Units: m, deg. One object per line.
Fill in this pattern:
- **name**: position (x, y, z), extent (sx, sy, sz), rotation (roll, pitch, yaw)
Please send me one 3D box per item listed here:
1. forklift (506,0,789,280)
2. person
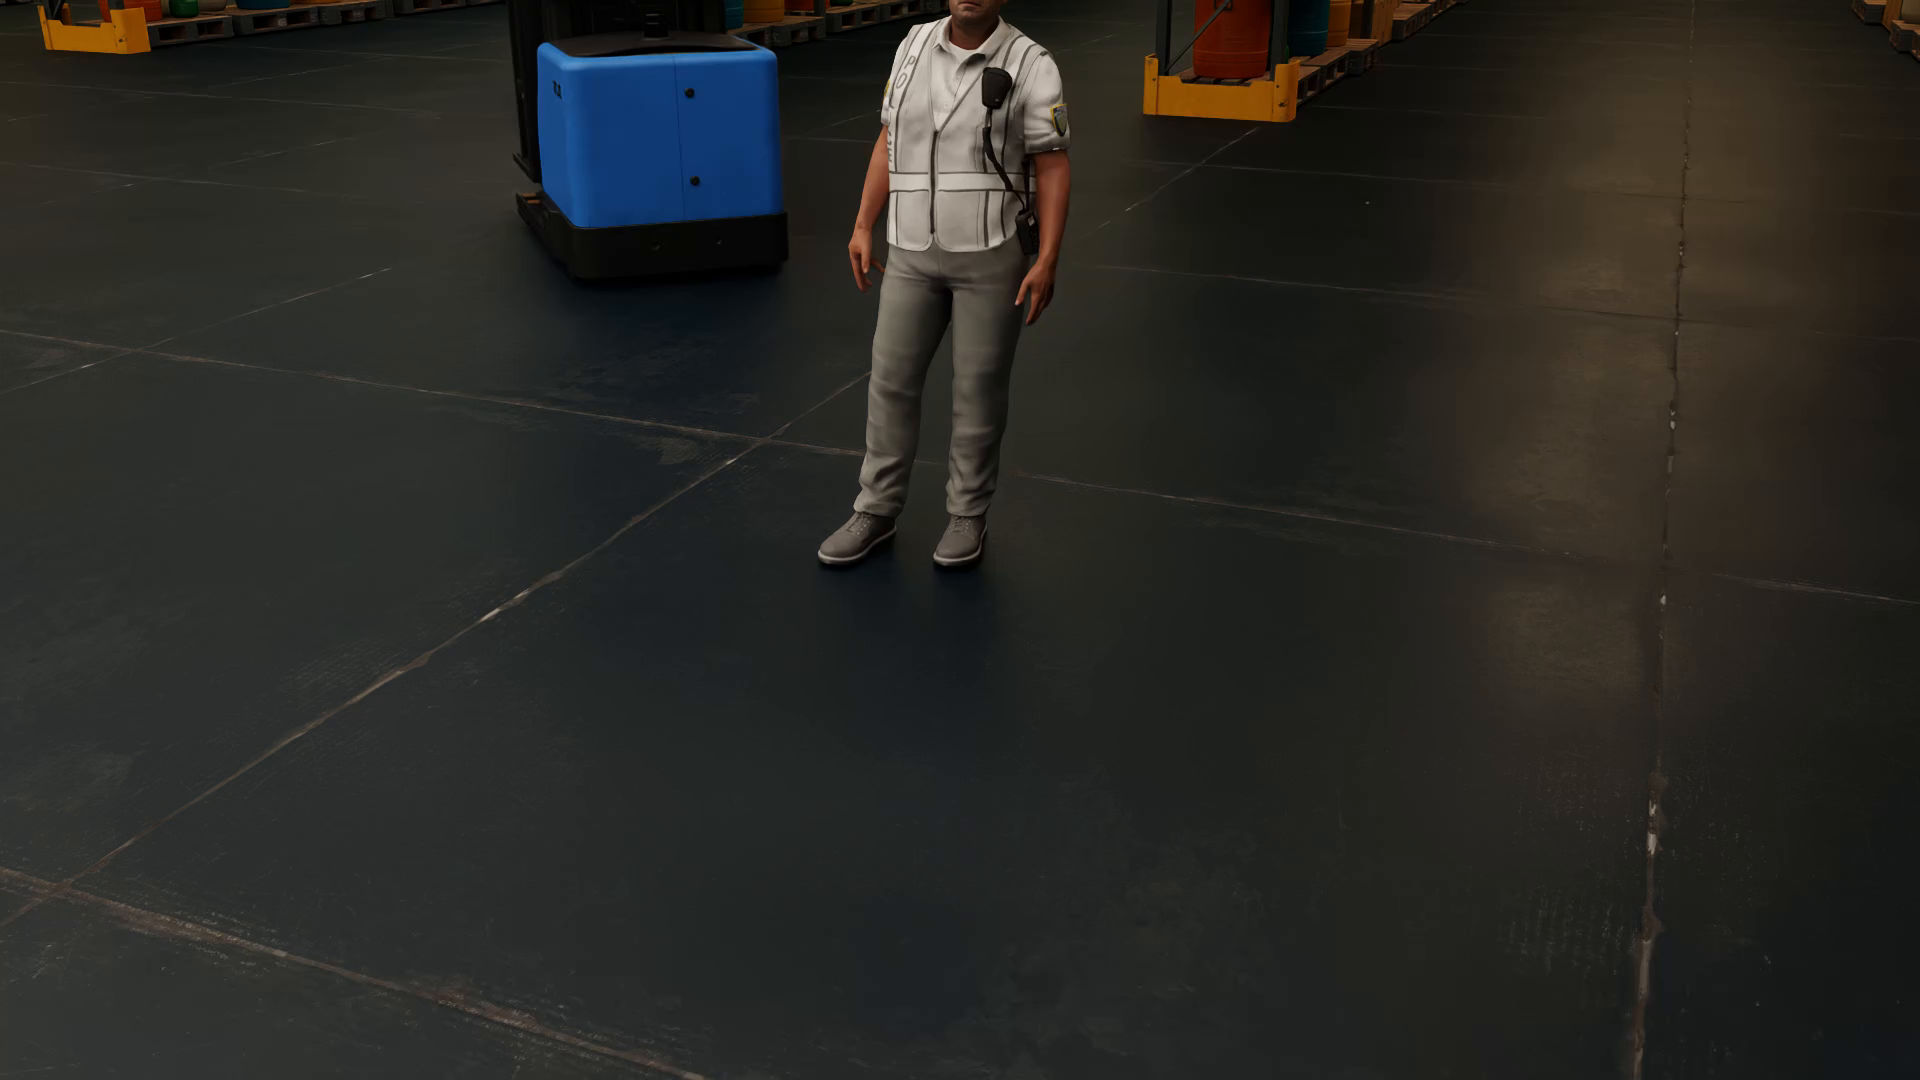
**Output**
- **forklift**: position (-1.858, -3.124, 8.765), extent (1.130, 2.935, 3.031), rotation (-9, 24, -20)
- **person**: position (-0.041, -0.802, 4.685), extent (0.640, 1.778, 0.575), rotation (9, 24, 21)
